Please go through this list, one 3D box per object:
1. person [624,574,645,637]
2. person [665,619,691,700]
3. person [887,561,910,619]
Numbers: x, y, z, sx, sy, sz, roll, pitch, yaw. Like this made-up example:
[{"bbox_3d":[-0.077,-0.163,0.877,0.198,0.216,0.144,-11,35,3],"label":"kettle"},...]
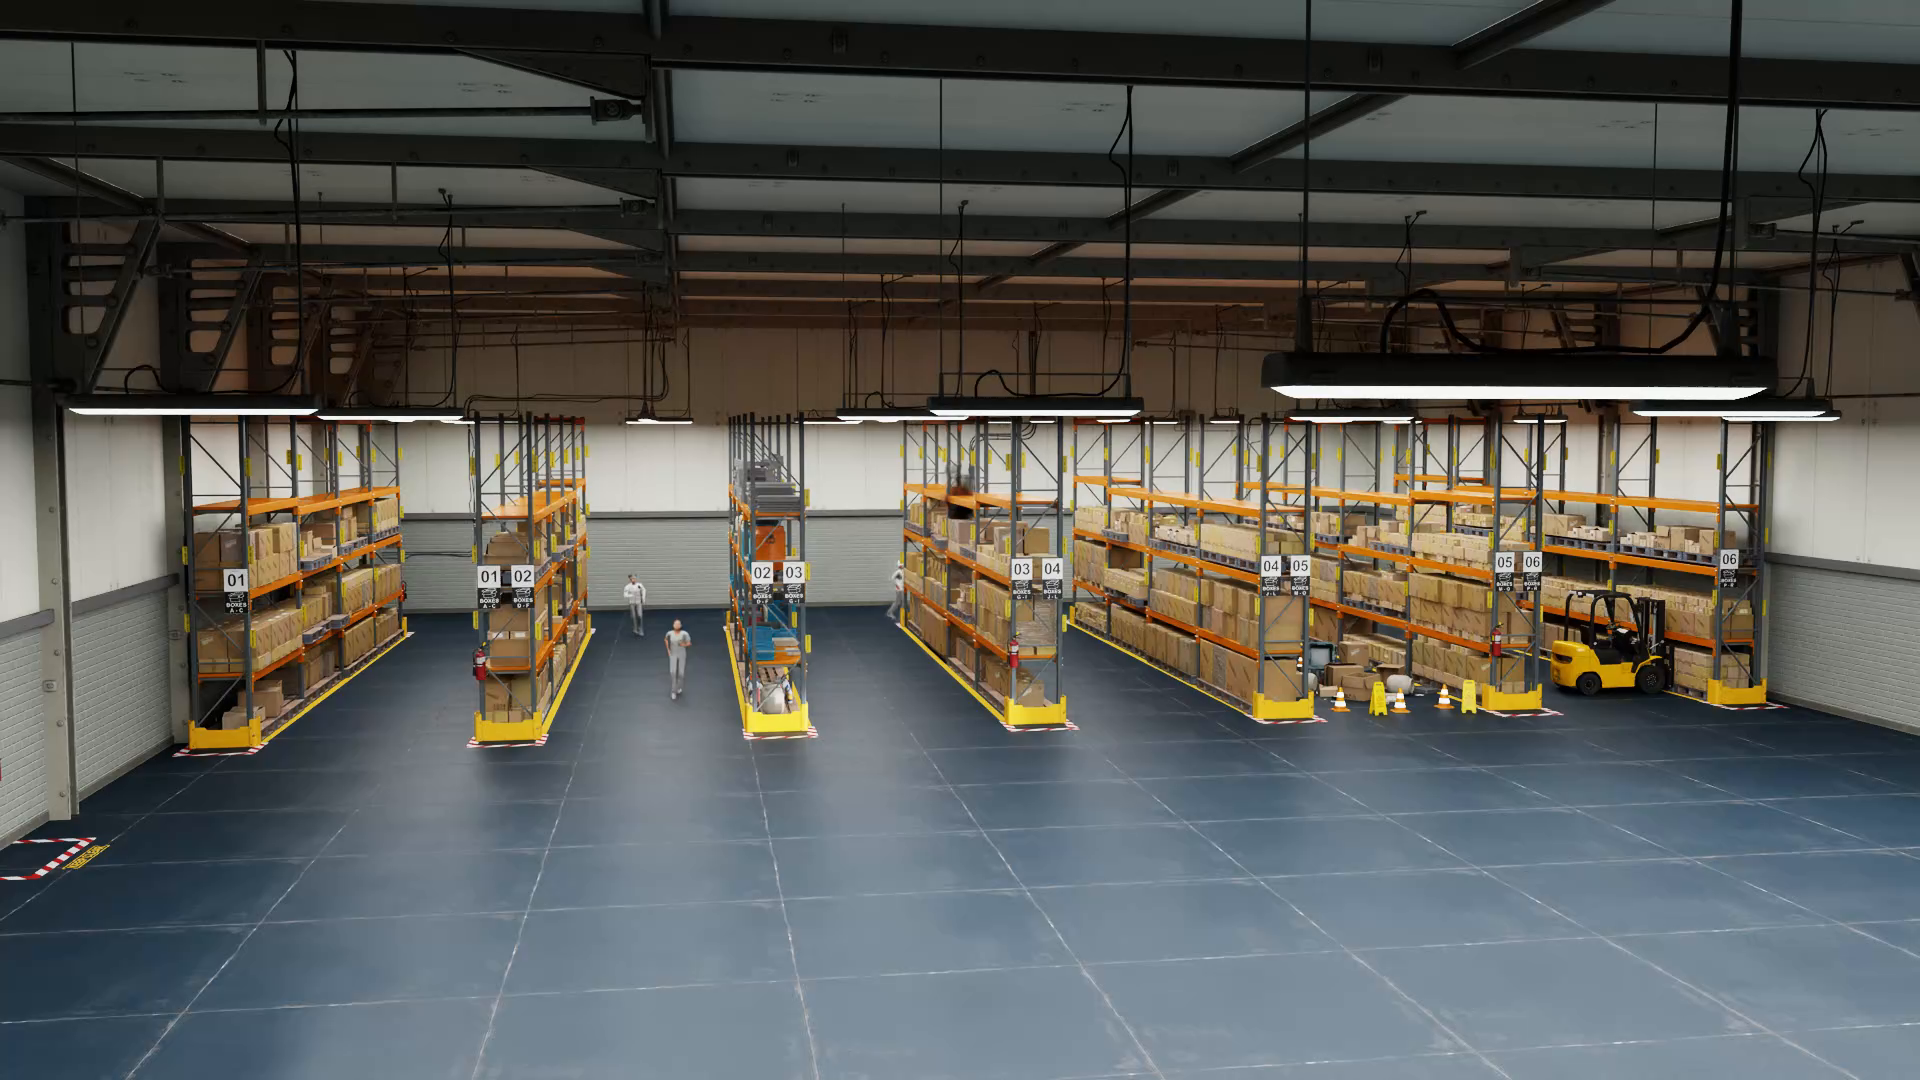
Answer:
[{"bbox_3d":[-8.916,1.778,45.599,0.581,1.733,0.720,-1,4,-11],"label":"person"},{"bbox_3d":[-5.973,2.508,35.248,0.545,1.708,0.787,-1,4,-10],"label":"person"},{"bbox_3d":[-1.772,1.512,49.072,0.789,1.837,0.630,0,4,3],"label":"person"}]
